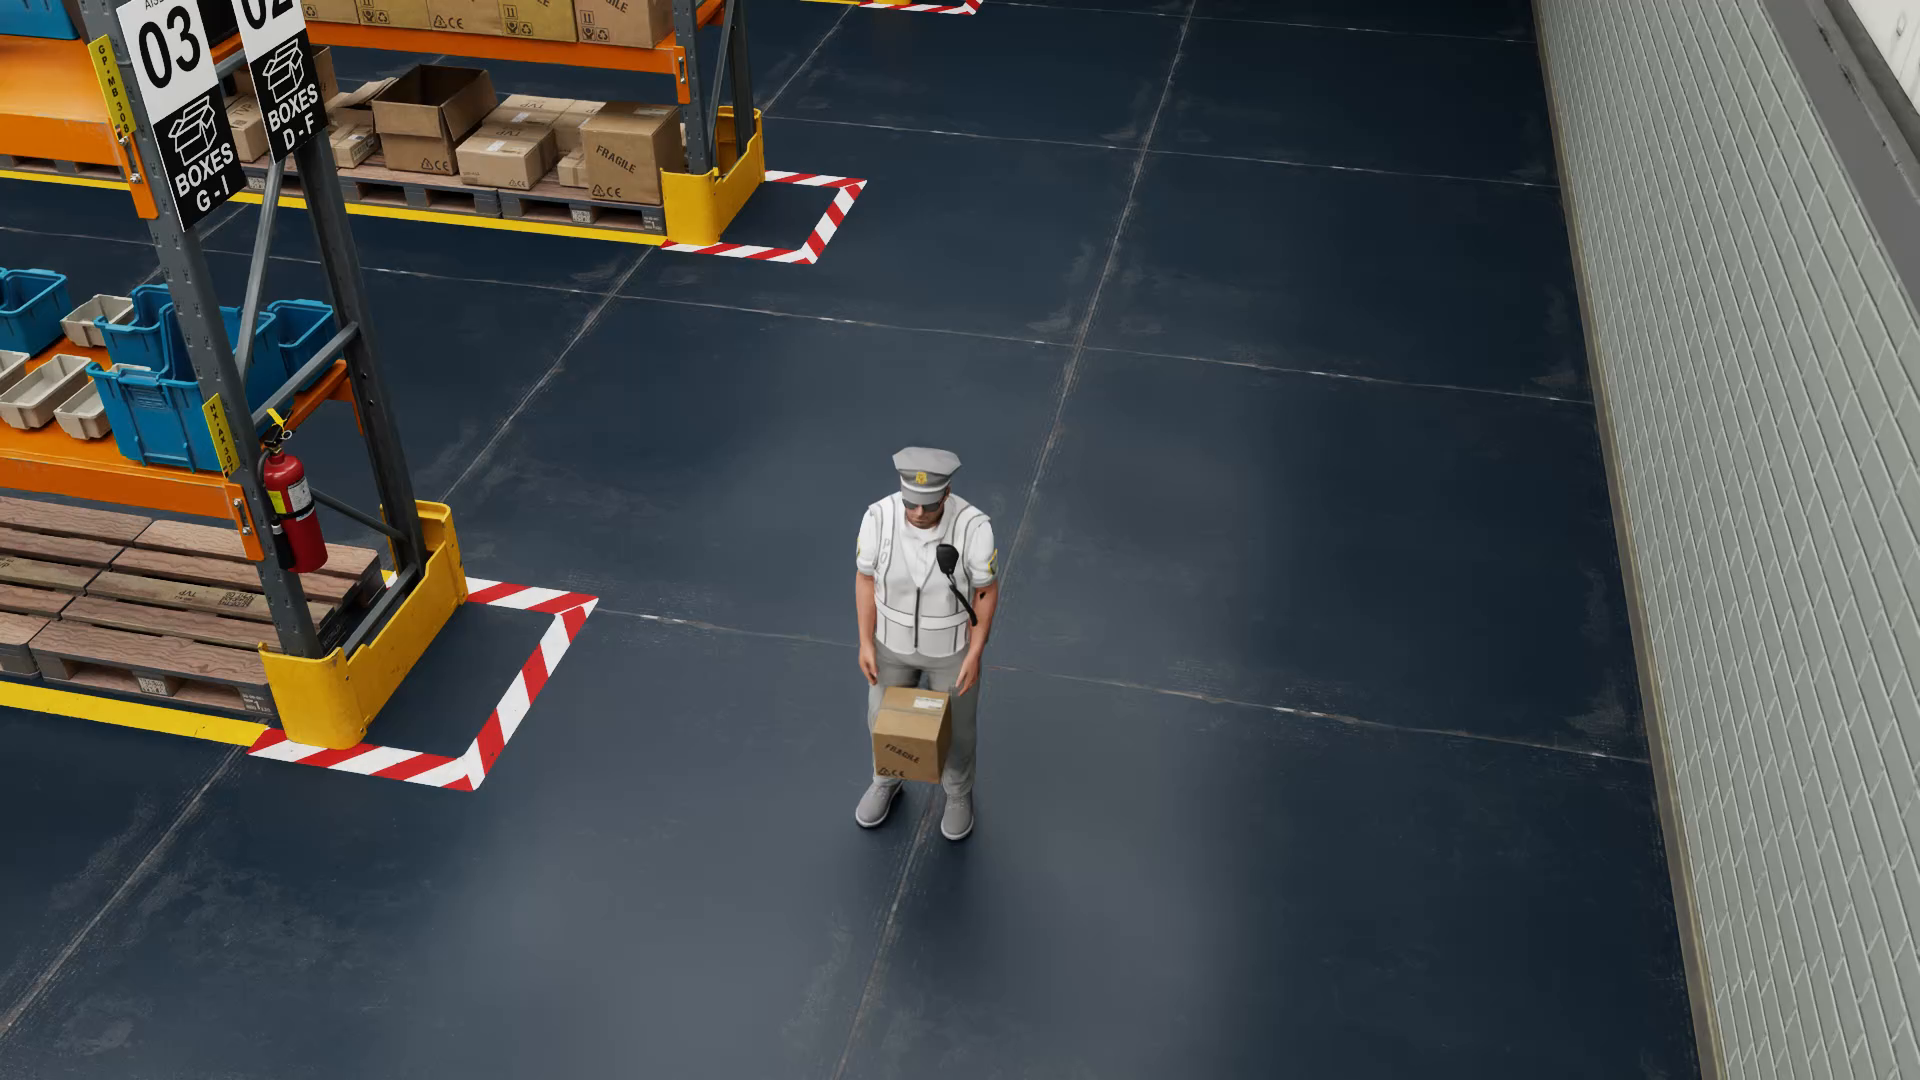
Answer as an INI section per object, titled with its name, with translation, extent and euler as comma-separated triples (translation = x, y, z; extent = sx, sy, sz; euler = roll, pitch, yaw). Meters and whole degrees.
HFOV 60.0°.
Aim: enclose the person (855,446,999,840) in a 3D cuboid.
[person]
translation = -0.132, 0.380, 6.434
extent = 0.554, 1.759, 0.437
euler = 7, 37, 9
